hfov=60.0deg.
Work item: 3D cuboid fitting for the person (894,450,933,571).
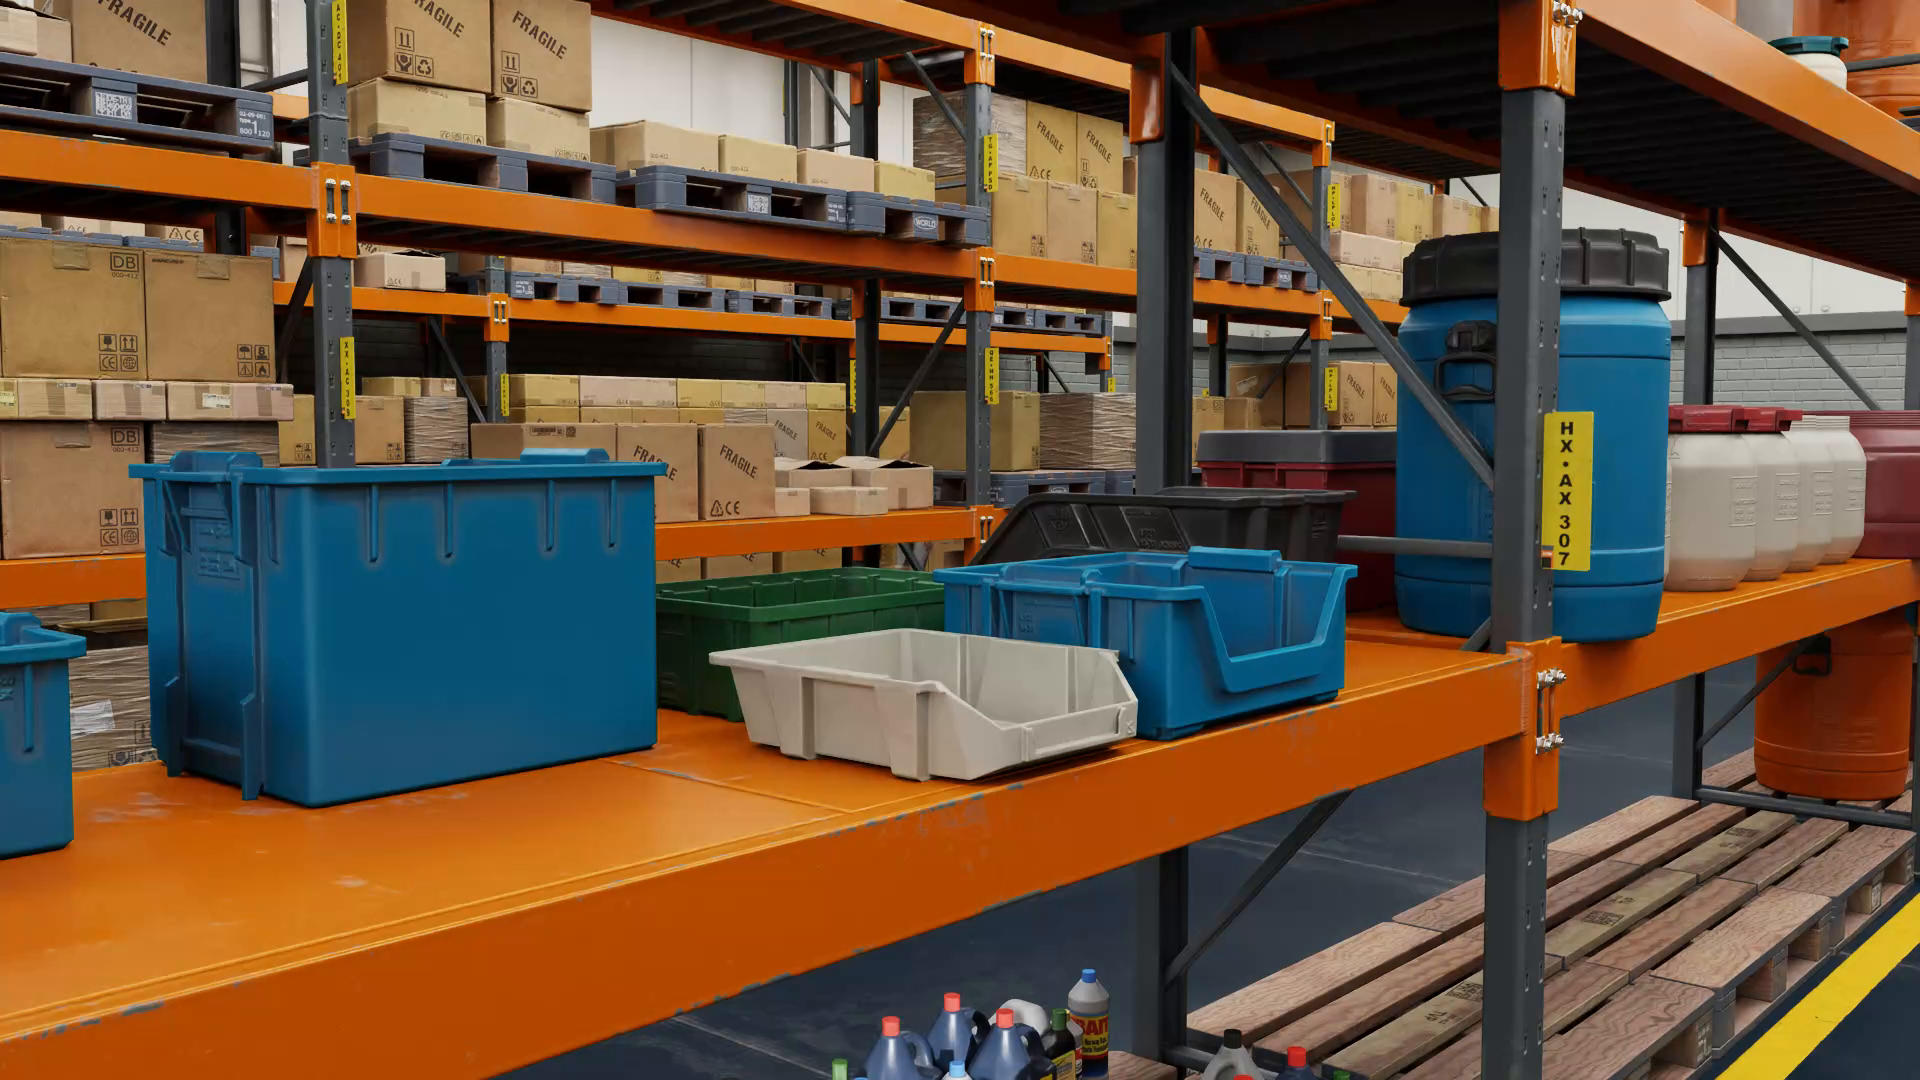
[{"bbox_3d":[-0.427,-0.023,15.097,0.466,1.591,0.376,3,5,39],"label":"person"}]
